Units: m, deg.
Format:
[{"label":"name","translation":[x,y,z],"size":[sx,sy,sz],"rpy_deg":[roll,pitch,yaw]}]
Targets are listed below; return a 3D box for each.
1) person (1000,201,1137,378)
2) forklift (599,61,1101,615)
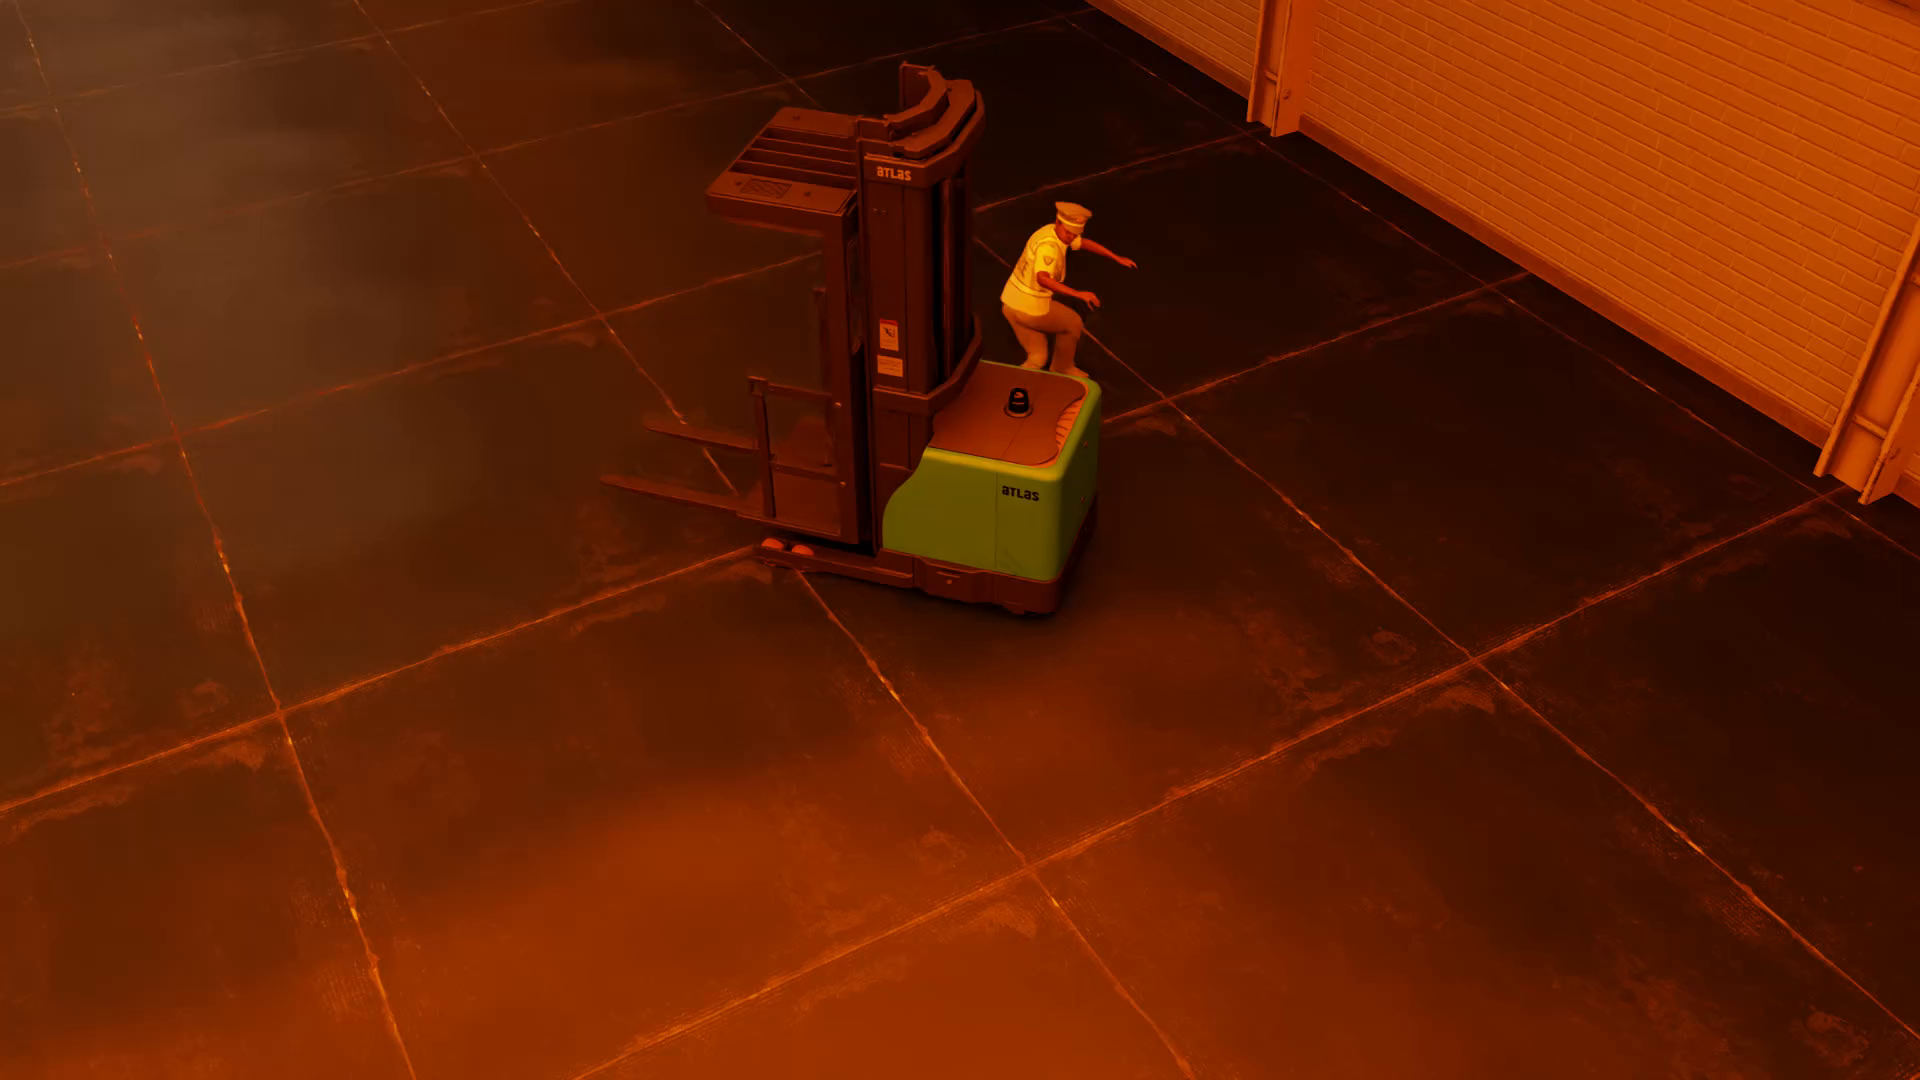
[{"label":"person","translation":[0.762,-1.525,11.088],"size":[1.088,1.460,0.827],"rpy_deg":[-16,42,-18]},{"label":"forklift","translation":[-0.728,-1.240,9.532],"size":[3.031,2.935,1.130],"rpy_deg":[12,41,14]}]
